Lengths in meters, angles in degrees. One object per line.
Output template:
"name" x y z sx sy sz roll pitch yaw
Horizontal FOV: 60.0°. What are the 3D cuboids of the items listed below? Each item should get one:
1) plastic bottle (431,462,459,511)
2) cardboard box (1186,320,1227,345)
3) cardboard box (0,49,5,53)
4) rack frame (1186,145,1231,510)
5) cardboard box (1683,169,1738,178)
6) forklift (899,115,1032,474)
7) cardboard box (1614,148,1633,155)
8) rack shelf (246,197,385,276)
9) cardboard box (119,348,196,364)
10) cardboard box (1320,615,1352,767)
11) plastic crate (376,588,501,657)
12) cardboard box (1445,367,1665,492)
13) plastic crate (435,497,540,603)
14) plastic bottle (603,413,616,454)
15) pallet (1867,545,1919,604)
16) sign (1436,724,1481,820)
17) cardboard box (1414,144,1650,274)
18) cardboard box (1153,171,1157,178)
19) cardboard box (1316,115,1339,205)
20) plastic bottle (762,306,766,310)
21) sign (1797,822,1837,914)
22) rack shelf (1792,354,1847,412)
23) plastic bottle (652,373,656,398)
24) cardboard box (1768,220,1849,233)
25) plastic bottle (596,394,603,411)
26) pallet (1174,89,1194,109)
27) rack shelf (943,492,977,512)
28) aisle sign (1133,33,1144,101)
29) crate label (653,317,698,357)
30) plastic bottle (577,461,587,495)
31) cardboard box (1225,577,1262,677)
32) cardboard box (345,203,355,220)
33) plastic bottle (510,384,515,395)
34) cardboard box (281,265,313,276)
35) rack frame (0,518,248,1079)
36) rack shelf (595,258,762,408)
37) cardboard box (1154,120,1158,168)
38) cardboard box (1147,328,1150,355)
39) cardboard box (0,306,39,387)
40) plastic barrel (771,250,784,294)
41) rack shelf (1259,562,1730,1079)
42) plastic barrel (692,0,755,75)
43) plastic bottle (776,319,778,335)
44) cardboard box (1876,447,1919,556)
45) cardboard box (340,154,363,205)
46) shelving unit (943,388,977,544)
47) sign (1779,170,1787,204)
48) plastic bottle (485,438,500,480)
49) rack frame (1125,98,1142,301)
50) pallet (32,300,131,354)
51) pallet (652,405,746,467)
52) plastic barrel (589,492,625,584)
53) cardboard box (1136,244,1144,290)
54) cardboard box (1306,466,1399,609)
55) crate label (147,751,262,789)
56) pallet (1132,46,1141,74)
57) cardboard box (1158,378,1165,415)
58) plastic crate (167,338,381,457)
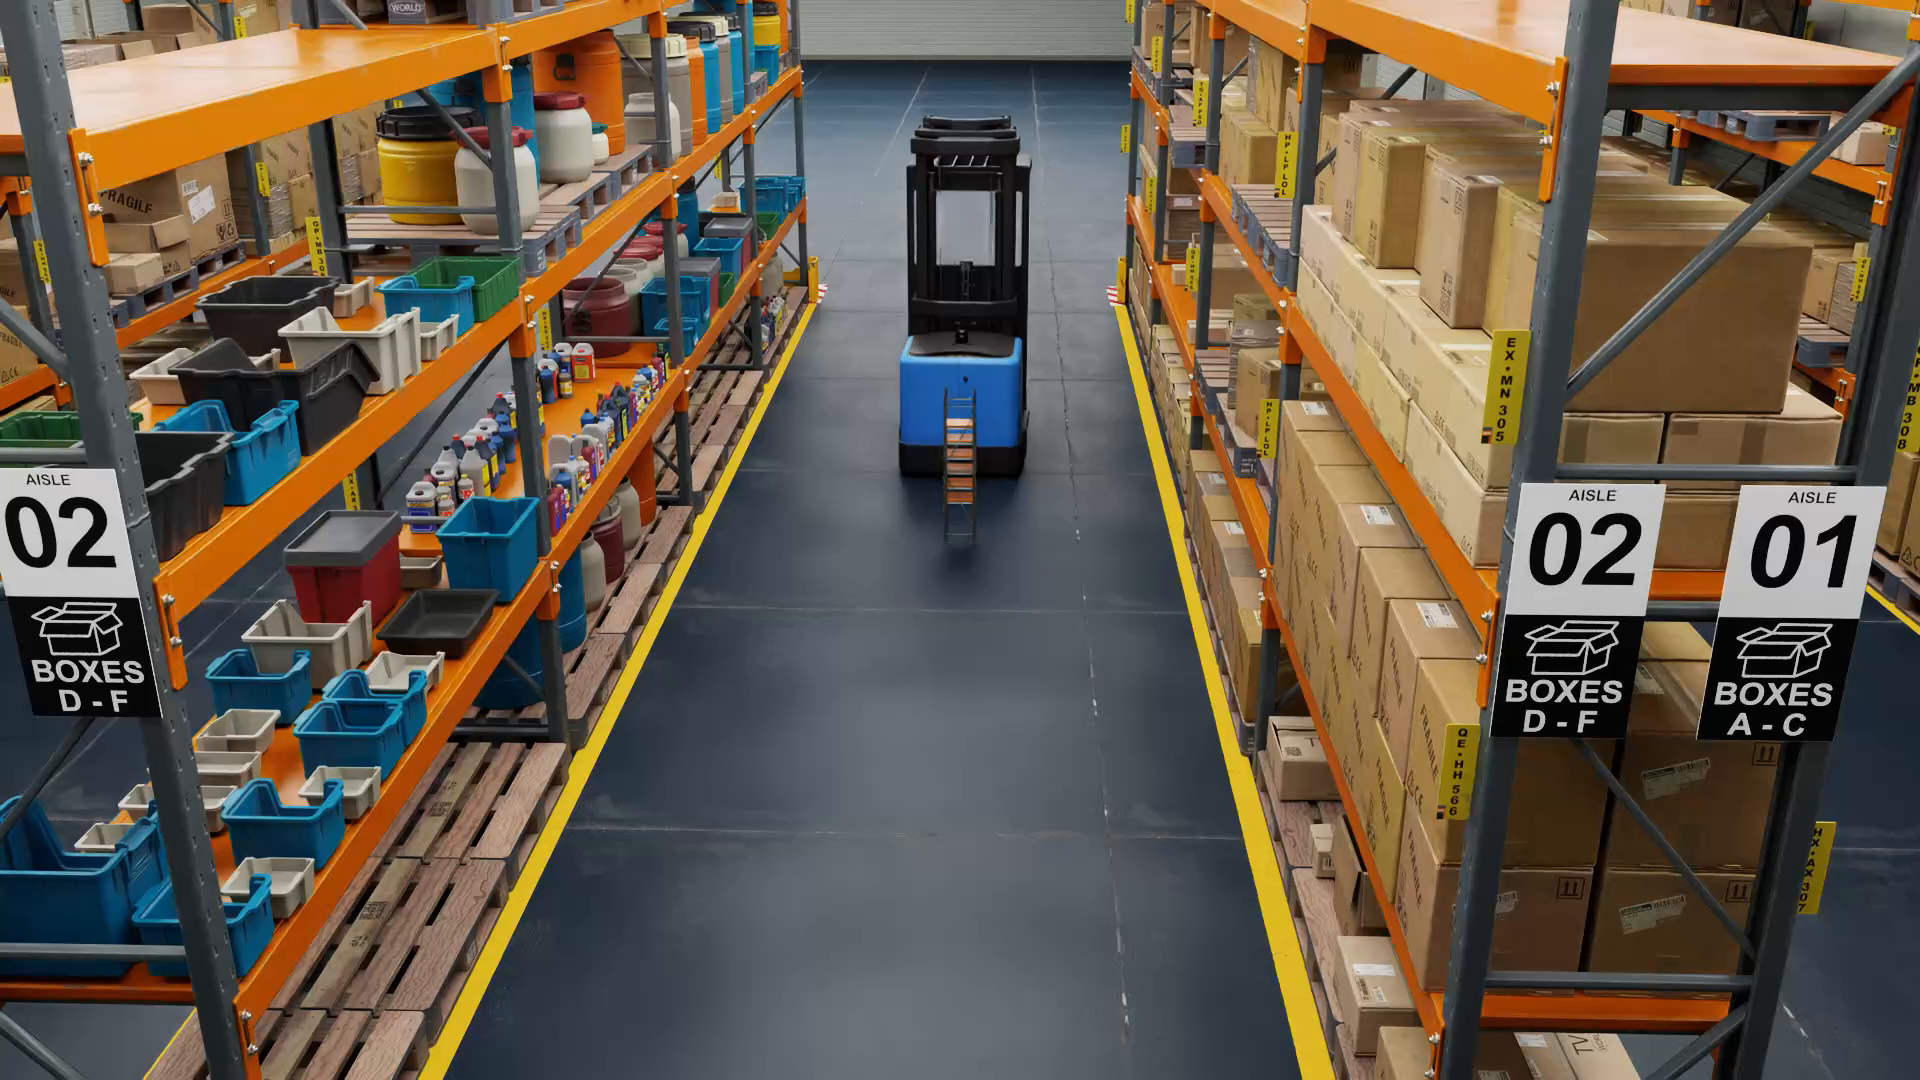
"plastic bottle" -3.068 -0.319 9.875 0.152 0.276 0.135 1 21 2
"cardboard box" 2.056 -1.700 13.611 0.380 0.149 0.250 1 21 2
"cardboard box" -7.828 -3.638 13.282 0.500 0.500 0.500 1 21 1
"rack frame" 2.305 -1.489 12.719 1.000 3.000 0.127 1 21 2
"cardboard box" 7.620 -3.526 17.112 0.500 0.500 0.500 1 21 1
"forklift" 0.088 -2.427 15.232 1.130 2.935 3.031 1 21 4
"cardboard box" 7.137 -4.083 18.547 0.500 0.500 0.500 0 21 0
"rack shelf" -7.415 -3.433 18.725 1.077 0.370 4.000 1 21 2
"cardboard box" -7.566 -1.489 15.567 0.700 0.500 0.500 -1 21 -3
"cardboard box" 1.851 0.642 7.089 0.500 0.500 0.500 0 21 1
"plastic crate" -2.534 0.410 8.124 0.437 0.125 0.590 1 21 2
"cardboard box" 1.822 -0.346 5.145 0.500 0.250 0.500 1 21 2
"plastic crate" -2.441 0.054 8.683 0.392 0.384 0.575 1 21 2
"plastic bottle" -2.304 -0.697 10.857 0.097 0.271 0.097 0 21 0
"pallet" 7.157 0.149 12.354 1.003 0.211 1.213 1 21 2
"sign" 1.507 0.703 5.032 0.100 0.325 0.005 1 21 2
"cardboard box" 2.177 -1.235 6.398 0.700 0.500 0.500 1 21 2
"cardboard box" 2.260 -3.844 17.754 0.380 0.149 0.250 1 21 3
"cardboard box" 2.272 -1.911 8.805 0.600 0.600 0.600 -1 21 -3
"plastic bottle" -2.185 -2.523 18.644 0.097 0.201 0.097 0 21 0
"sign" 2.604 1.006 5.093 0.100 0.325 0.005 1 21 2
"rack shelf" 7.317 -1.823 14.576 1.077 0.370 4.000 1 21 2
"plastic bottle" -2.264 -1.141 12.097 0.097 0.201 0.097 0 21 0
"cardboard box" 7.315 -2.510 14.604 0.700 0.500 0.500 4 21 9
"plastic bottle" -2.417 -0.861 11.262 0.061 0.283 0.133 1 21 2
"pallet" 2.412 -3.925 15.116 0.805 0.209 1.217 0 21 -1
"rack shelf" 0.000 -0.299 12.928 0.258 0.103 0.180 1 21 2
"aisle sign" 2.244 -5.620 19.774 0.394 0.787 0.004 1 21 2
"crate label" -2.259 -1.615 13.276 0.303 0.233 0.416 1 21 2
"plastic bottle" -2.328 -0.378 10.131 0.097 0.201 0.097 0 21 0
"cardboard box" 1.935 0.557 10.293 0.500 0.500 0.500 1 21 2
"cardboard box" -7.097 -3.726 18.832 0.380 0.149 0.250 1 21 2
"plastic bottle" -3.063 -0.920 11.415 0.061 0.283 0.133 1 21 2
"cardboard box" -7.411 -2.854 19.113 0.500 0.500 0.500 3 21 7
"rack frame" -2.890 1.348 5.409 1.000 3.000 0.127 1 21 2
"rack shelf" -2.586 -1.932 14.857 1.077 0.370 4.000 1 21 2
"cardboard box" 2.479 -4.291 18.011 0.700 0.500 0.500 1 21 2
"cardboard box" 2.222 -2.019 17.307 0.500 0.250 0.500 1 21 2
"cardboard box" -7.364 -1.465 12.519 0.500 0.500 0.500 1 21 3
"plastic barrel" -2.347 -3.234 20.077 0.421 0.512 0.421 0 21 0
"rack shelf" 2.122 1.016 7.258 1.077 0.370 4.000 1 21 2
"plastic barrel" -2.387 -5.178 16.806 0.600 0.901 0.708 1 21 2
"plastic bottle" -2.048 -2.349 18.197 0.097 0.201 0.097 0 21 0
"cardboard box" 7.103 -0.365 12.214 0.750 0.750 0.750 0 21 1
"cardboard box" -7.352 -4.116 18.941 0.875 0.500 0.500 1 21 2
"shelving unit" 0.000 -0.565 12.825 0.258 1.200 0.189 1 21 2
"sign" 7.933 -3.417 16.088 0.100 0.325 0.005 1 21 2
"plastic bottle" -2.927 -0.504 10.360 0.097 0.271 0.097 0 21 0
"rack frame" 2.548 -4.381 20.174 1.000 3.000 0.127 1 21 2
"pallet" -7.682 -1.769 13.706 1.213 0.211 1.003 1 21 2
"pallet" -2.544 -0.964 15.222 1.003 0.211 1.213 1 21 2
"plastic barrel" -2.679 -0.031 11.715 0.600 0.588 0.708 1 21 2
"cardboard box" 2.294 -3.092 19.034 0.500 0.500 0.500 1 21 2
"cardboard box" 1.856 -0.016 7.402 0.500 0.500 0.500 0 21 0
"crate label" -3.039 0.940 6.740 0.396 0.136 0.243 1 21 2
"pallet" 2.500 -5.483 18.989 1.003 0.211 1.213 1 21 2
"cardboard box" 2.136 -1.334 15.540 0.500 0.250 0.500 0 21 0
"plastic crate" -2.569 -0.571 6.293 0.504 0.338 0.767 1 21 2
